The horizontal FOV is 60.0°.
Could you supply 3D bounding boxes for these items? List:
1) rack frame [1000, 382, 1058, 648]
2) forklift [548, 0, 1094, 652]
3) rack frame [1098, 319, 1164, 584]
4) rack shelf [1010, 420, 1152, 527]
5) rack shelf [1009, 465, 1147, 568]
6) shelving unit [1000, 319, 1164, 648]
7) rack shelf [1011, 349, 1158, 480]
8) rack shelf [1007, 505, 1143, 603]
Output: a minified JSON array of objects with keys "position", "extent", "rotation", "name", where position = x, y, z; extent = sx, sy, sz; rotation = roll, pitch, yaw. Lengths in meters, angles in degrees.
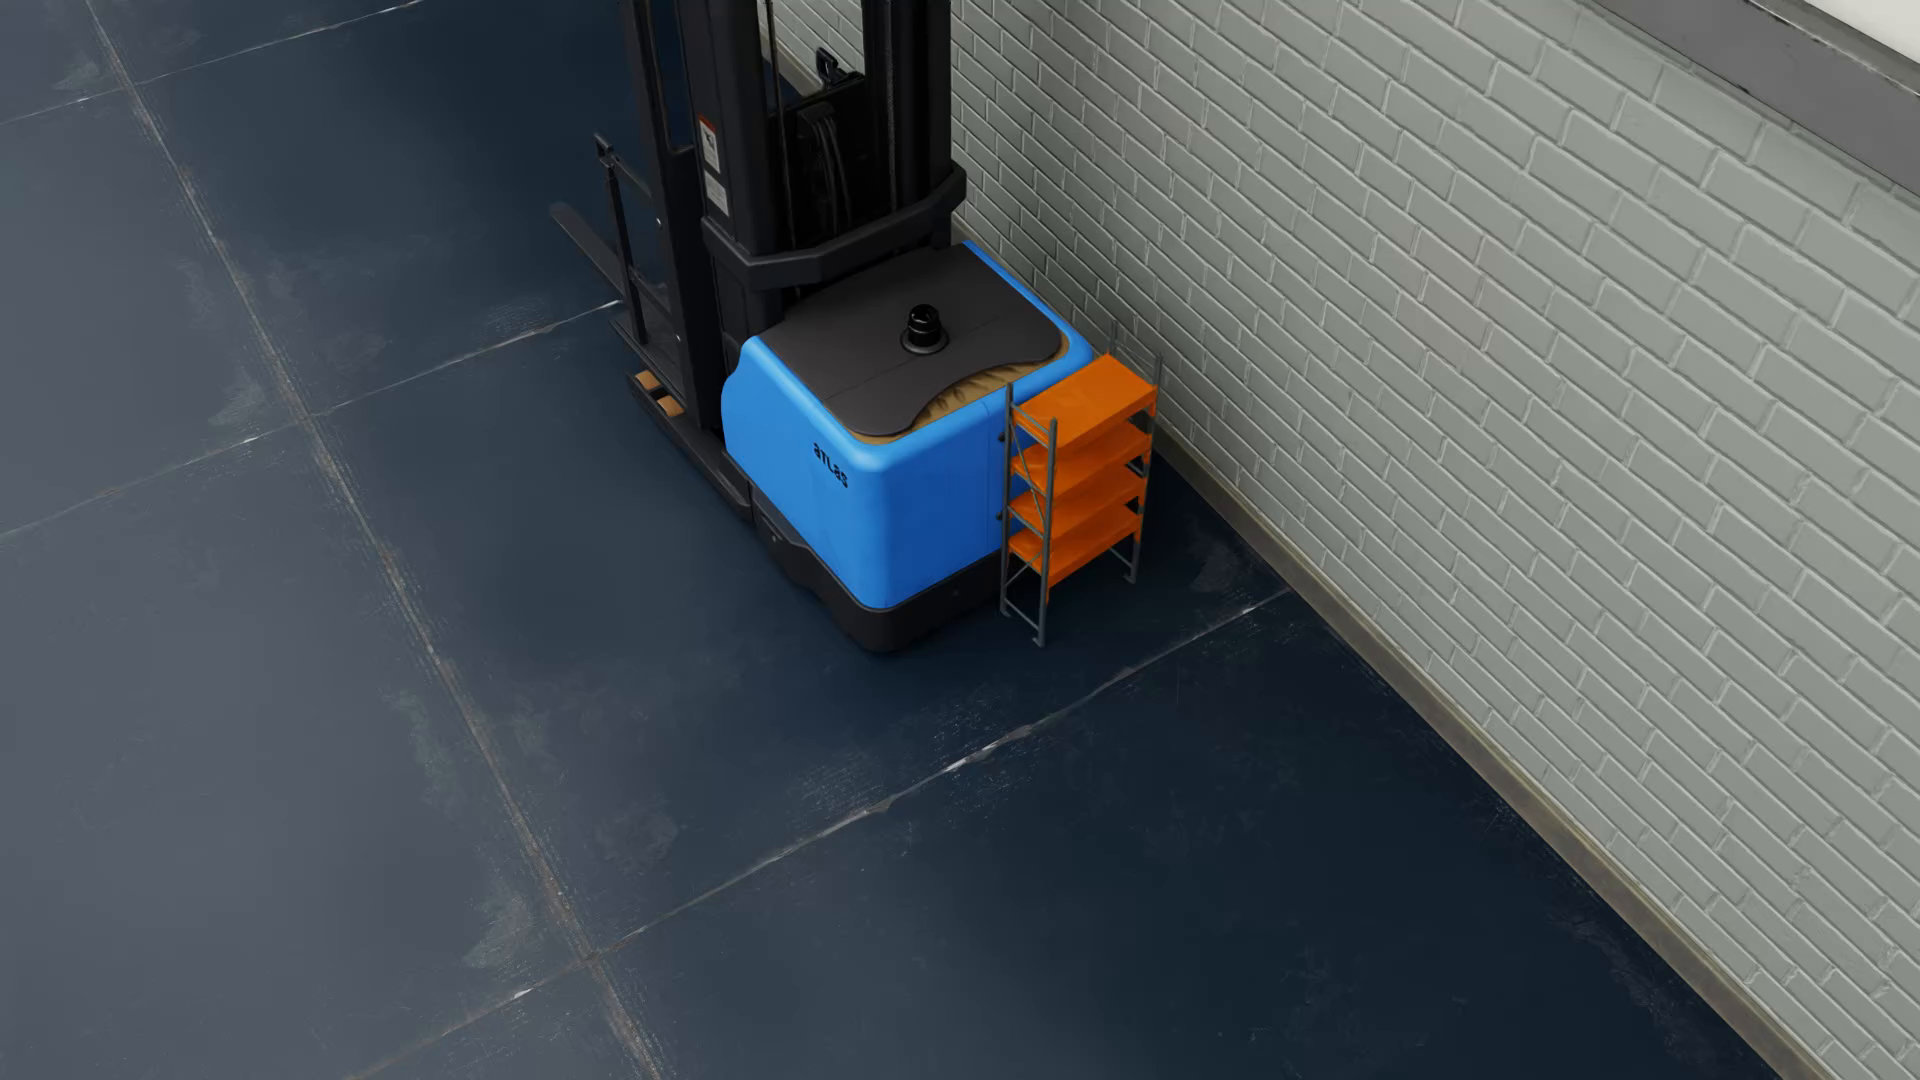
[{"position":[0.237,-0.059,5.945],"extent":[0.015,1.200,0.240],"rotation":[-32,56,-26],"name":"rack frame"},{"position":[-0.776,-1.621,6.176],"extent":[1.130,2.935,3.031],"rotation":[-28,54,-23],"name":"forklift"},{"position":[0.609,-0.295,6.155],"extent":[0.015,1.200,0.240],"rotation":[-32,56,-26],"name":"rack frame"},{"position":[0.423,-0.281,5.933],"extent":[0.480,0.148,0.258],"rotation":[-32,56,-26],"name":"rack shelf"},{"position":[0.423,-0.133,6.100],"extent":[0.480,0.148,0.258],"rotation":[-32,56,-26],"name":"rack shelf"},{"position":[0.423,-0.177,6.050],"extent":[0.503,1.200,0.258],"rotation":[-32,56,-26],"name":"shelving unit"},{"position":[0.423,-0.439,5.756],"extent":[0.480,0.148,0.258],"rotation":[-32,56,-26],"name":"rack shelf"},{"position":[0.423,-0.001,6.248],"extent":[0.480,0.148,0.258],"rotation":[-32,56,-26],"name":"rack shelf"}]
